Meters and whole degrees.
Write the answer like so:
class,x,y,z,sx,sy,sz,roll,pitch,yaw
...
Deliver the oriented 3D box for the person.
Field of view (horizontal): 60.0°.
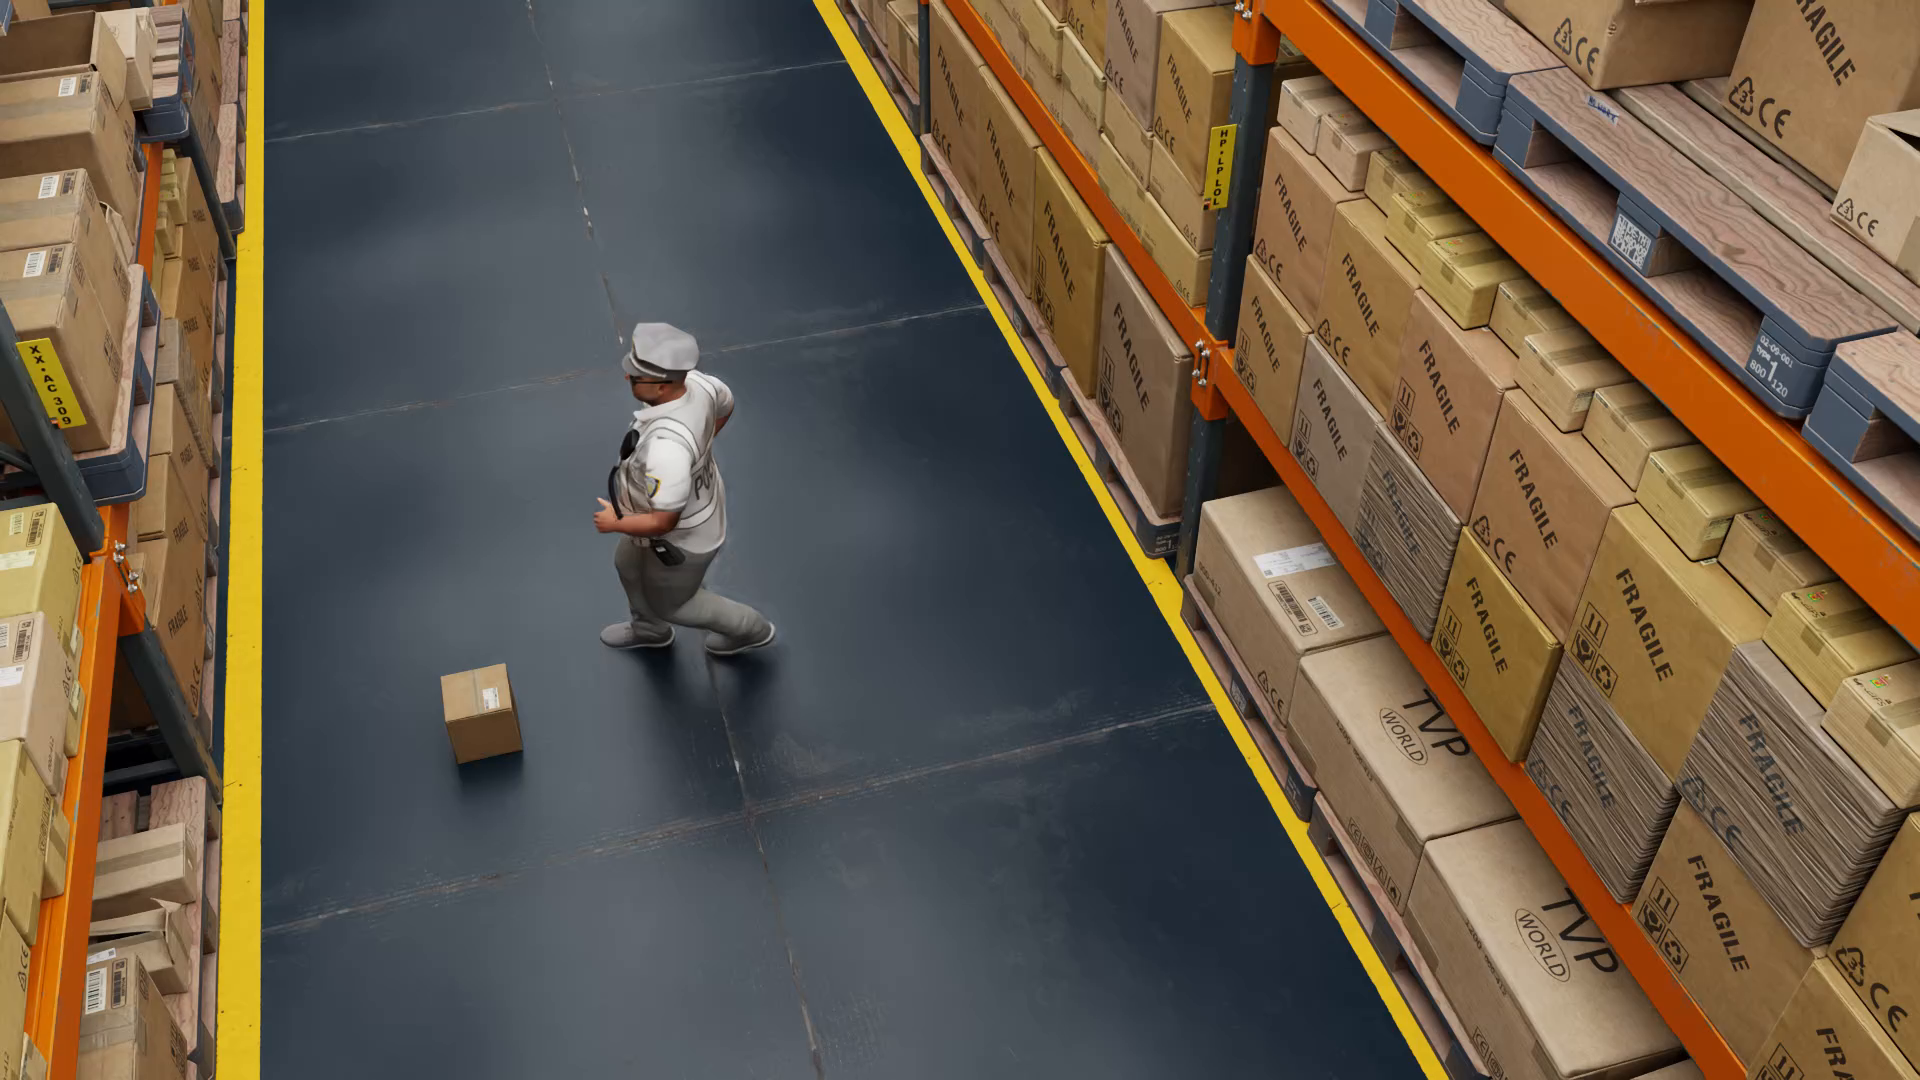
class,x,y,z,sx,sy,sz,roll,pitch,yaw
person,-1.150,-0.078,6.276,0.747,1.741,0.724,1,42,1
